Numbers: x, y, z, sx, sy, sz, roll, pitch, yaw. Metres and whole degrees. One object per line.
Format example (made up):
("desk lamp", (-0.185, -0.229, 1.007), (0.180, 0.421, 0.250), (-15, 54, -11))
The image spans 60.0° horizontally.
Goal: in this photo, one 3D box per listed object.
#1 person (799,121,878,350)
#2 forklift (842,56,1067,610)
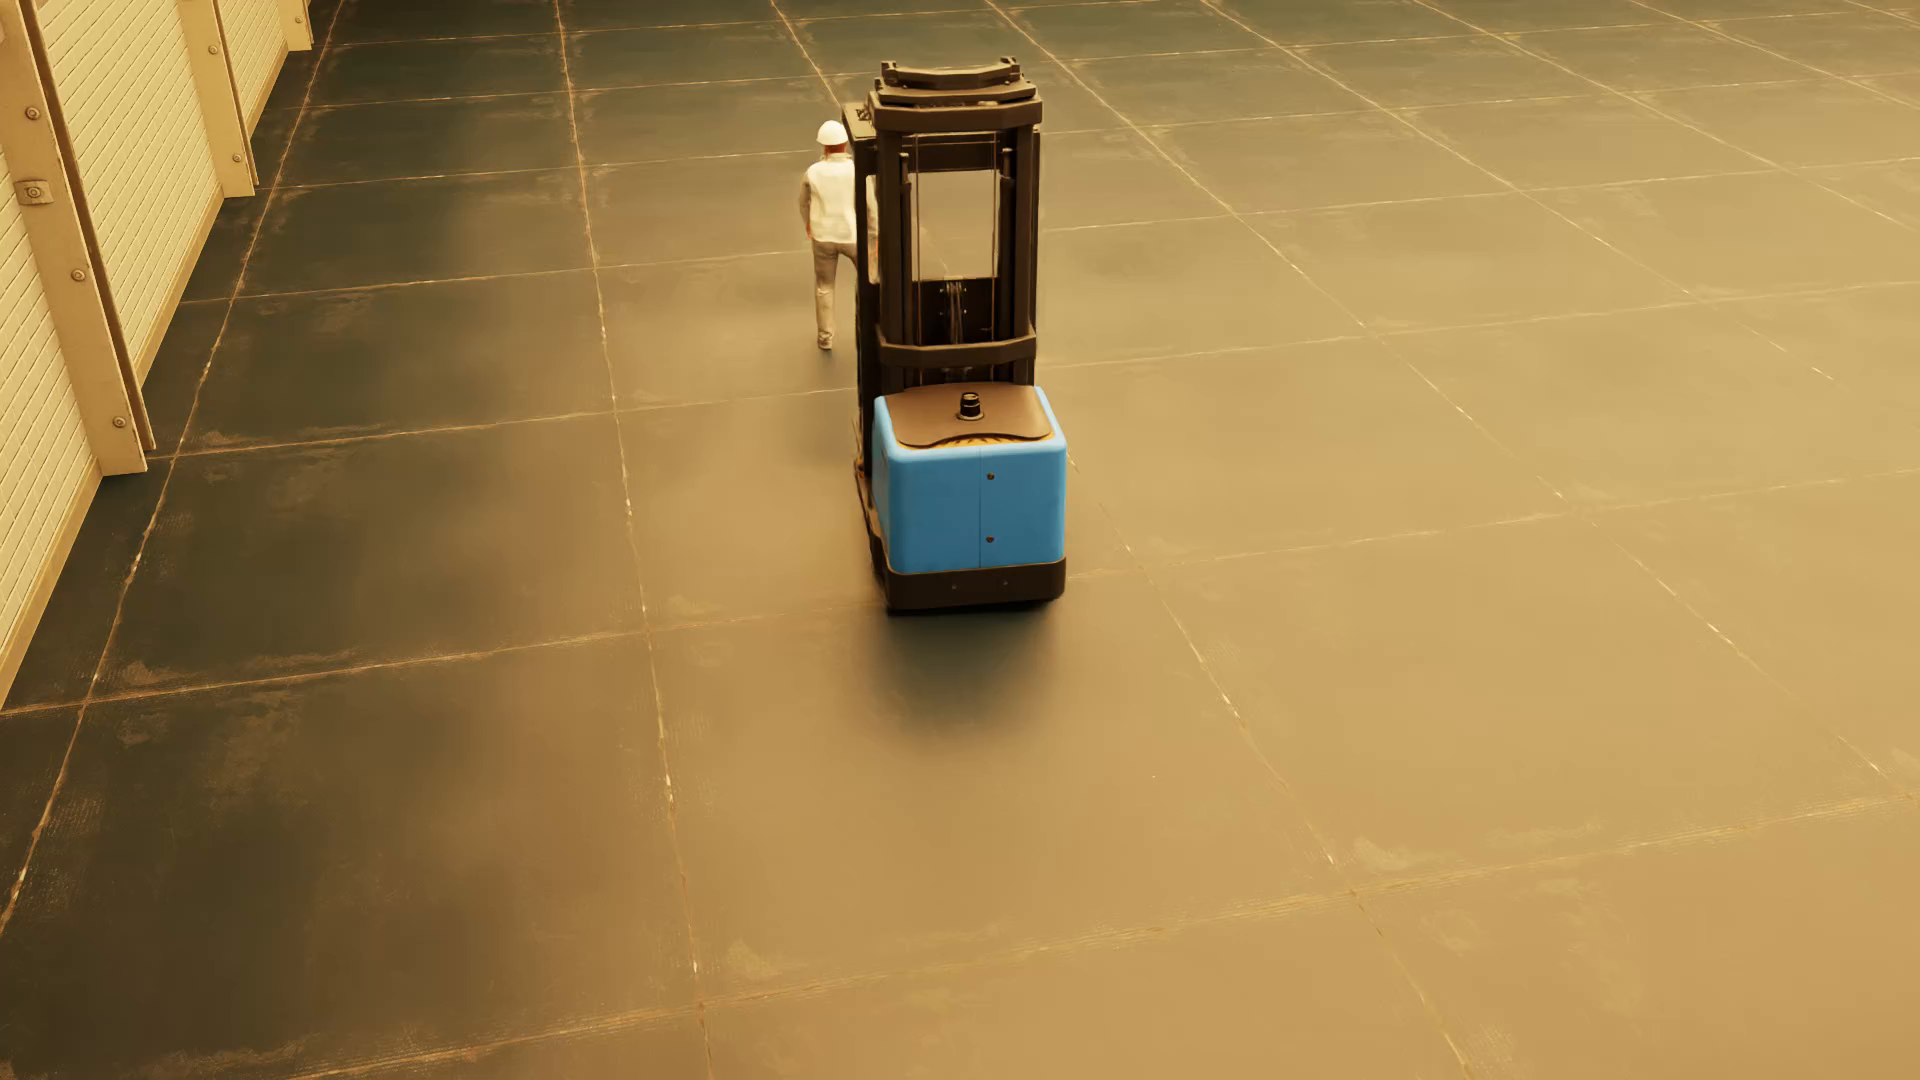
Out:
("person", (-0.916, -2.386, 12.897), (0.656, 1.733, 0.634), (1, 30, 2))
("forklift", (-0.116, -1.582, 10.308), (1.130, 2.935, 3.031), (-4, 30, -8))
